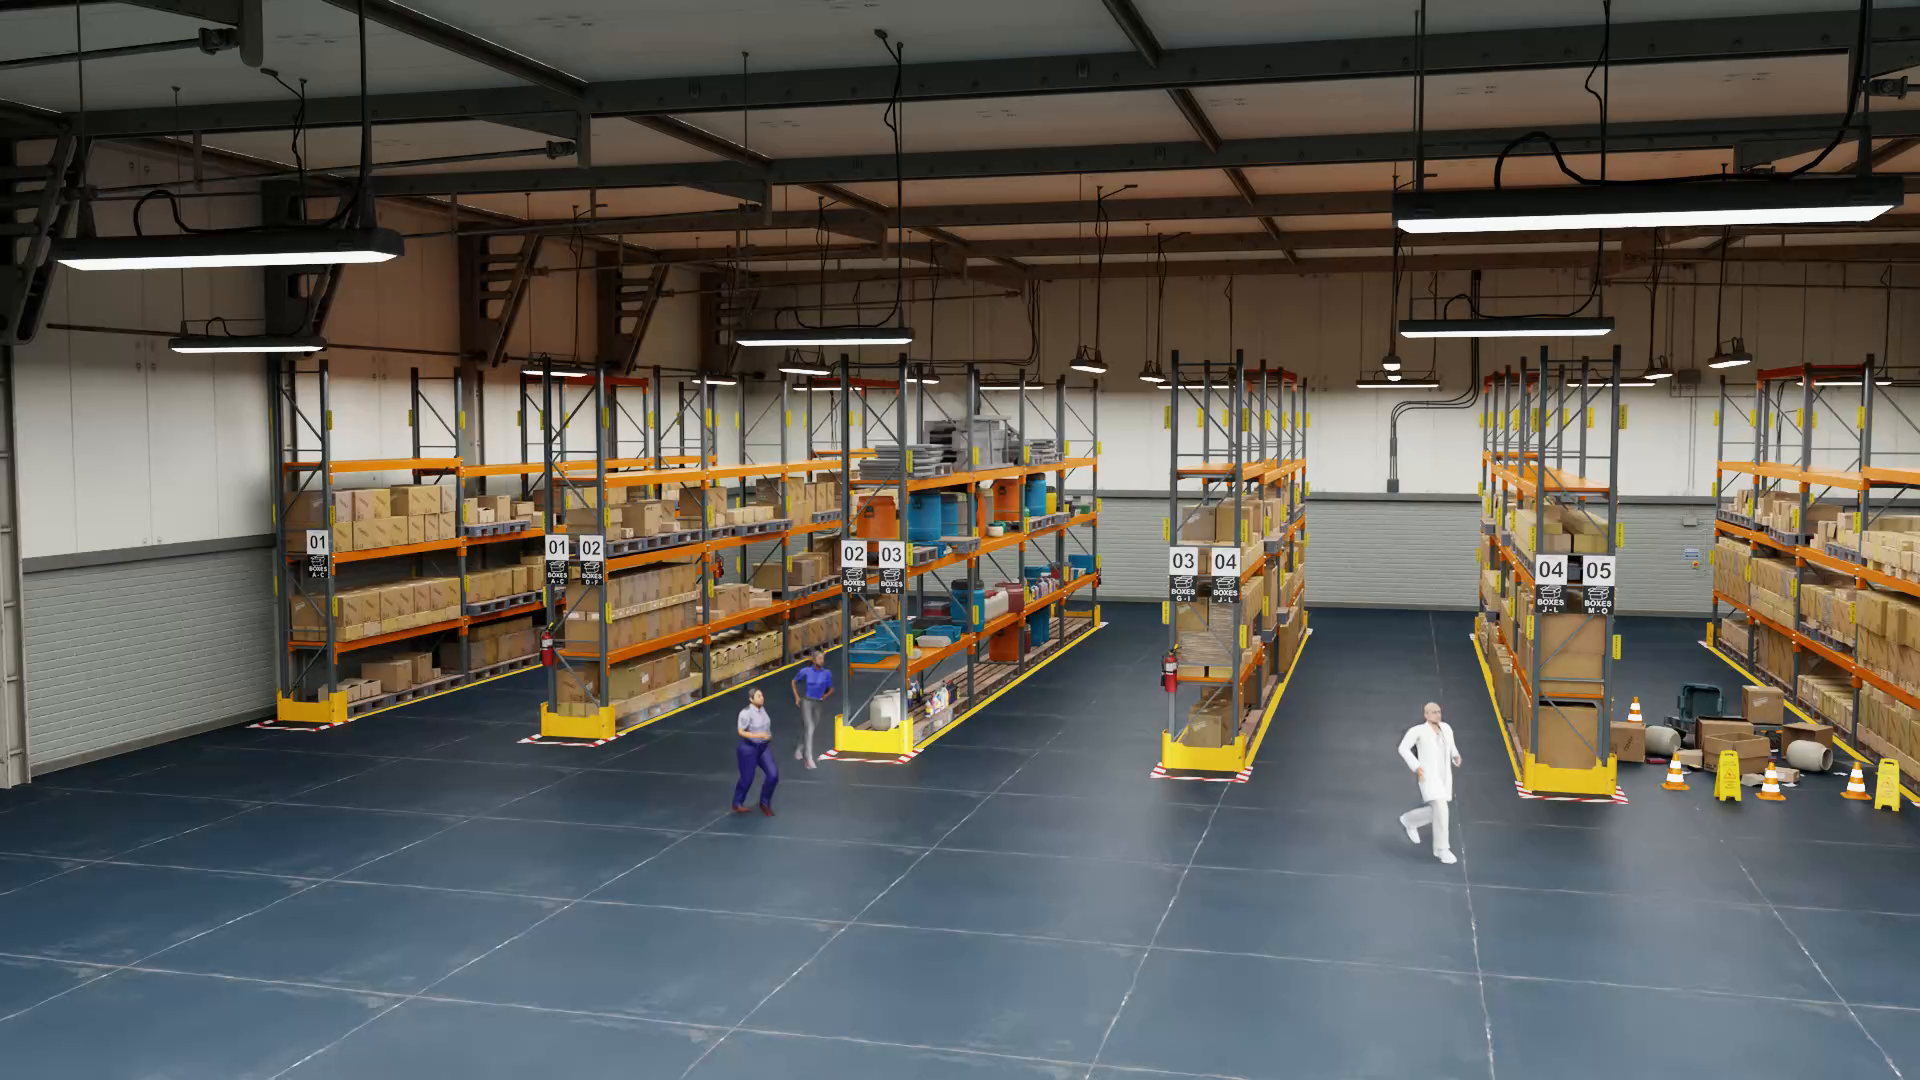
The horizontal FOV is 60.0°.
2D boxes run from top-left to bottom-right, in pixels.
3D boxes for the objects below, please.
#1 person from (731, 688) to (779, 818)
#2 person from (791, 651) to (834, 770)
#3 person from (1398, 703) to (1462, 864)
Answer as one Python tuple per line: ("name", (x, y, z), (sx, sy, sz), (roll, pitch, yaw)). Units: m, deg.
("person", (-2.586, 2.699, 20.929), (0.725, 1.699, 0.592), (3, 5, 37))
("person", (-2.124, 2.450, 24.217), (0.583, 1.675, 0.776), (-2, 5, -31))
("person", (5.424, 2.750, 19.141), (0.700, 1.782, 0.911), (-2, 5, -27))
